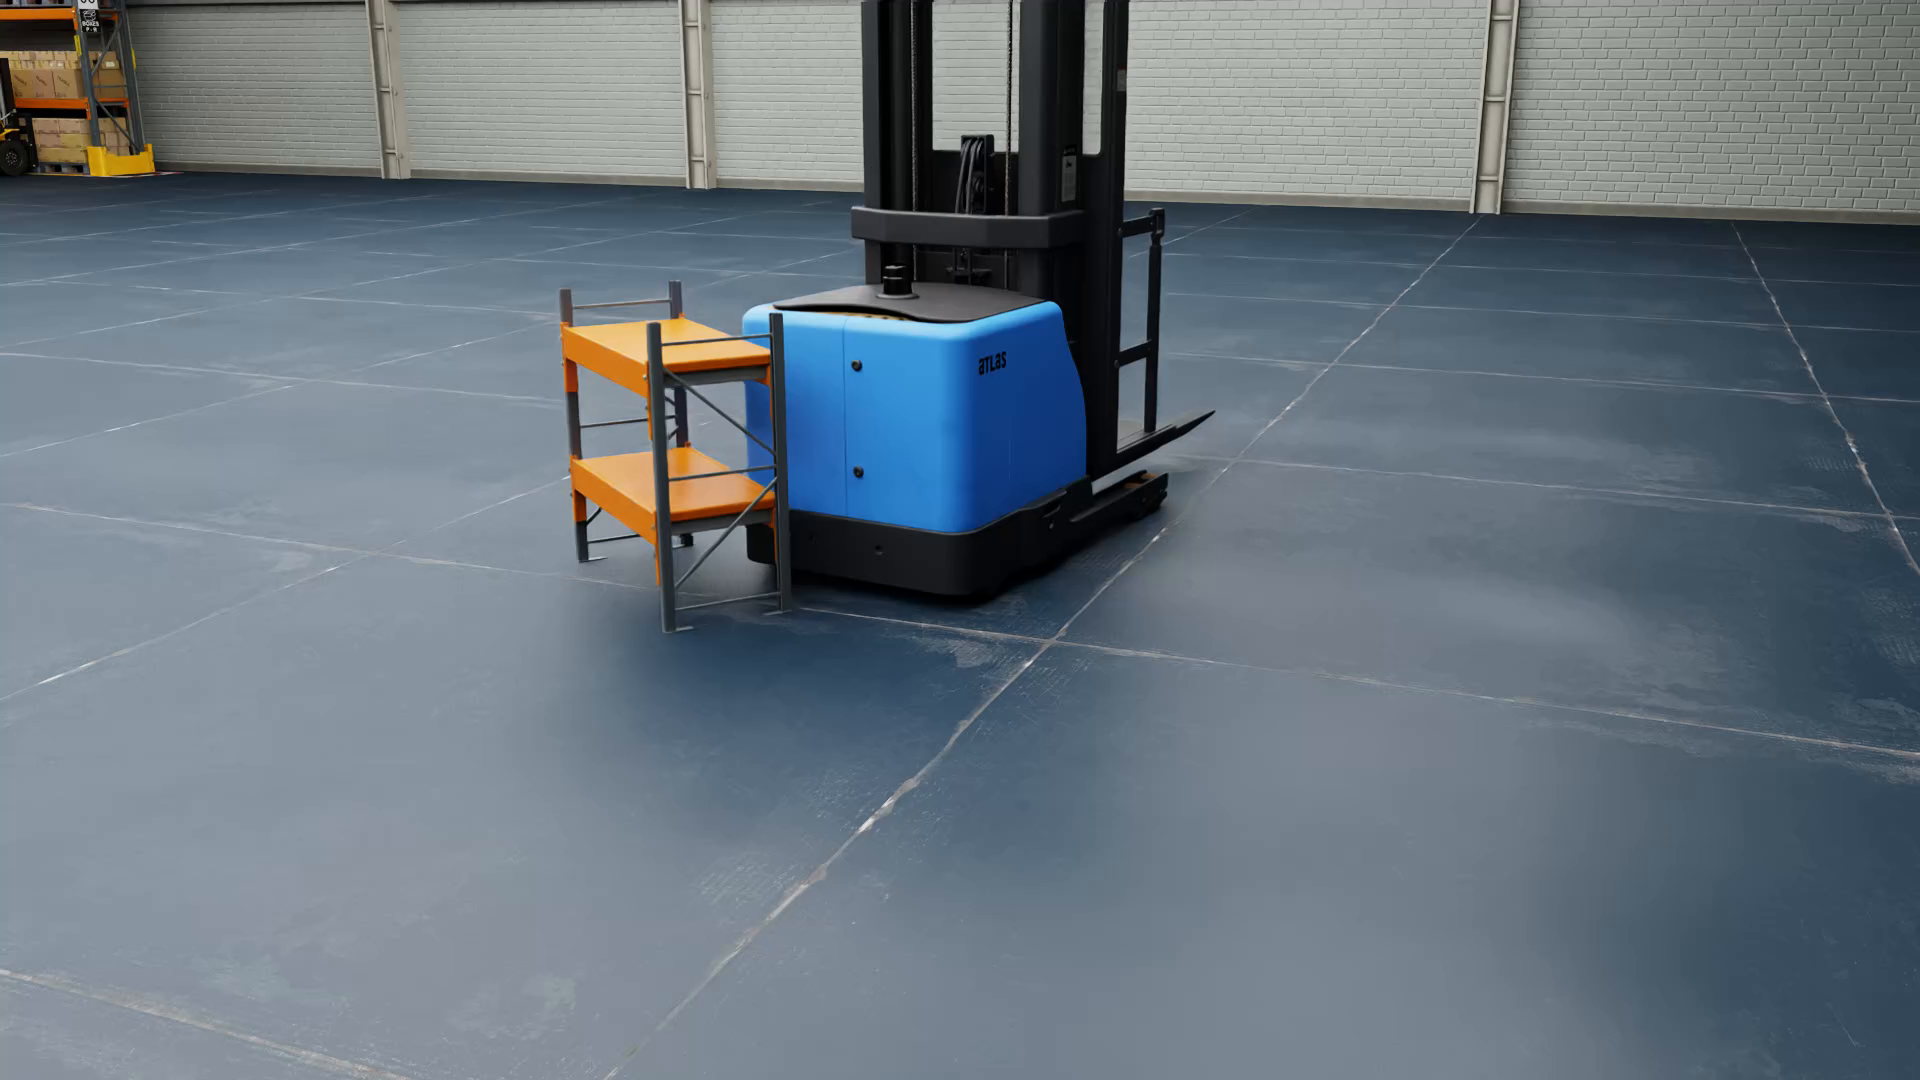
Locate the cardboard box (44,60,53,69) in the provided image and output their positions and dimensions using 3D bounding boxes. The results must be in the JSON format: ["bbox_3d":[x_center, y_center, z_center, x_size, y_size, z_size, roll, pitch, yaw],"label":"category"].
[{"bbox_3d":[-15.855,-8.364,29.261,0.250,0.149,0.380,7,17,22],"label":"cardboard box"}]

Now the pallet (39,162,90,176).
[{"bbox_3d":[-15.688,-6.709,29.905,1.213,0.211,1.003,6,17,21],"label":"pallet"}]

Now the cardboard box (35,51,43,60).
[{"bbox_3d":[-16.071,-8.547,29.358,0.250,0.149,0.380,6,17,21],"label":"cardboard box"}]

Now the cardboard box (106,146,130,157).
[{"bbox_3d":[-15.347,-6.963,29.957,0.500,0.250,0.500,6,17,21],"label":"cardboard box"}]

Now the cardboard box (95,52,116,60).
[{"bbox_3d":[-15.196,-8.573,29.448,0.250,0.149,0.380,6,17,20],"label":"cardboard box"}]

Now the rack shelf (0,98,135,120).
[{"bbox_3d":[-16.822,-7.840,30.089,4.000,0.370,1.077,6,17,21],"label":"rack shelf"}]

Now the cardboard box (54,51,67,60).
[{"bbox_3d":[-15.613,-8.482,29.136,0.250,0.149,0.380,6,17,21],"label":"cardboard box"}]

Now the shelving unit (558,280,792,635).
[{"bbox_3d":[-1.107,-0.360,6.395,0.538,1.125,1.048,-9,19,-29],"label":"shelving unit"}]

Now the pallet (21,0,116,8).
[{"bbox_3d":[-15.610,-9.458,29.151,1.213,0.211,1.003,6,17,21],"label":"pallet"}]

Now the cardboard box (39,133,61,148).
[{"bbox_3d":[-15.992,-7.125,29.618,0.500,0.250,0.500,6,17,20],"label":"cardboard box"}]

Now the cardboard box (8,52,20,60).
[{"bbox_3d":[-16.596,-8.570,29.437,0.250,0.149,0.380,7,17,22],"label":"cardboard box"}]

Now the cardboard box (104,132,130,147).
[{"bbox_3d":[-15.323,-7.204,29.891,0.500,0.250,0.500,7,17,22],"label":"cardboard box"}]

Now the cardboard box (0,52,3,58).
[{"bbox_3d":[-17.029,-8.651,29.715,0.250,0.149,0.380,6,17,21],"label":"cardboard box"}]

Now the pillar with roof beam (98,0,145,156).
[{"bbox_3d":[-16.858,-10.050,25.652,0.400,9.000,9.100,6,17,21],"label":"pillar with roof beam"}]

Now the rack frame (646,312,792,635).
[{"bbox_3d":[-0.854,-0.237,5.971,0.500,1.125,0.032,-9,19,-29],"label":"rack frame"}]

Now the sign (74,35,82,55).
[{"bbox_3d":[-15.174,-8.511,28.610,0.005,0.325,0.100,6,17,21],"label":"sign"}]

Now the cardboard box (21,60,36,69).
[{"bbox_3d":[-16.347,-8.407,29.411,0.250,0.149,0.380,6,17,19],"label":"cardboard box"}]

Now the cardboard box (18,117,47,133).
[{"bbox_3d":[-16.455,-7.408,29.697,0.500,0.250,0.500,7,17,21],"label":"cardboard box"}]

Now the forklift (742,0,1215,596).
[{"bbox_3d":[0.306,-1.559,7.286,1.130,2.935,3.031,9,18,28],"label":"forklift"}]

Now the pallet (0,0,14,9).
[{"bbox_3d":[-17.880,-9.707,30.010,1.213,0.211,1.003,6,17,21],"label":"pallet"}]

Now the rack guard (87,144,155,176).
[{"bbox_3d":[-14.939,-6.778,29.624,0.348,0.500,1.175,6,17,21],"label":"rack guard"}]

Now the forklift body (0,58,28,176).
[{"bbox_3d":[-17.395,-7.294,28.441,1.214,2.155,2.313,6,17,21],"label":"forklift body"}]

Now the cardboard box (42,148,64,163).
[{"bbox_3d":[-15.974,-6.882,29.676,0.500,0.250,0.500,6,17,21],"label":"cardboard box"}]

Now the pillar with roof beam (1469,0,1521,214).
[{"bbox_3d":[5.468,-7.595,17.196,0.400,9.000,9.100,6,17,21],"label":"pillar with roof beam"}]

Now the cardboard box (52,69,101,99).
[{"bbox_3d":[-15.516,-8.011,29.209,0.500,0.500,0.500,6,17,19],"label":"cardboard box"}]

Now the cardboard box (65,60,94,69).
[{"bbox_3d":[-15.387,-8.303,29.052,0.250,0.149,0.380,7,17,21],"label":"cardboard box"}]

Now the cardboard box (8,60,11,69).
[{"bbox_3d":[-16.788,-8.477,29.650,0.250,0.149,0.380,6,17,20],"label":"cardboard box"}]

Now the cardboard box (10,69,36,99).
[{"bbox_3d":[-16.472,-8.119,29.580,0.500,0.500,0.500,6,17,20],"label":"cardboard box"}]

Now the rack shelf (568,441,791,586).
[{"bbox_3d":[-1.107,-0.125,6.463,0.538,0.278,1.000,-9,19,-29],"label":"rack shelf"}]

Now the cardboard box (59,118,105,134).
[{"bbox_3d":[-15.504,-7.308,29.353,0.500,0.250,0.500,7,18,22],"label":"cardboard box"}]
